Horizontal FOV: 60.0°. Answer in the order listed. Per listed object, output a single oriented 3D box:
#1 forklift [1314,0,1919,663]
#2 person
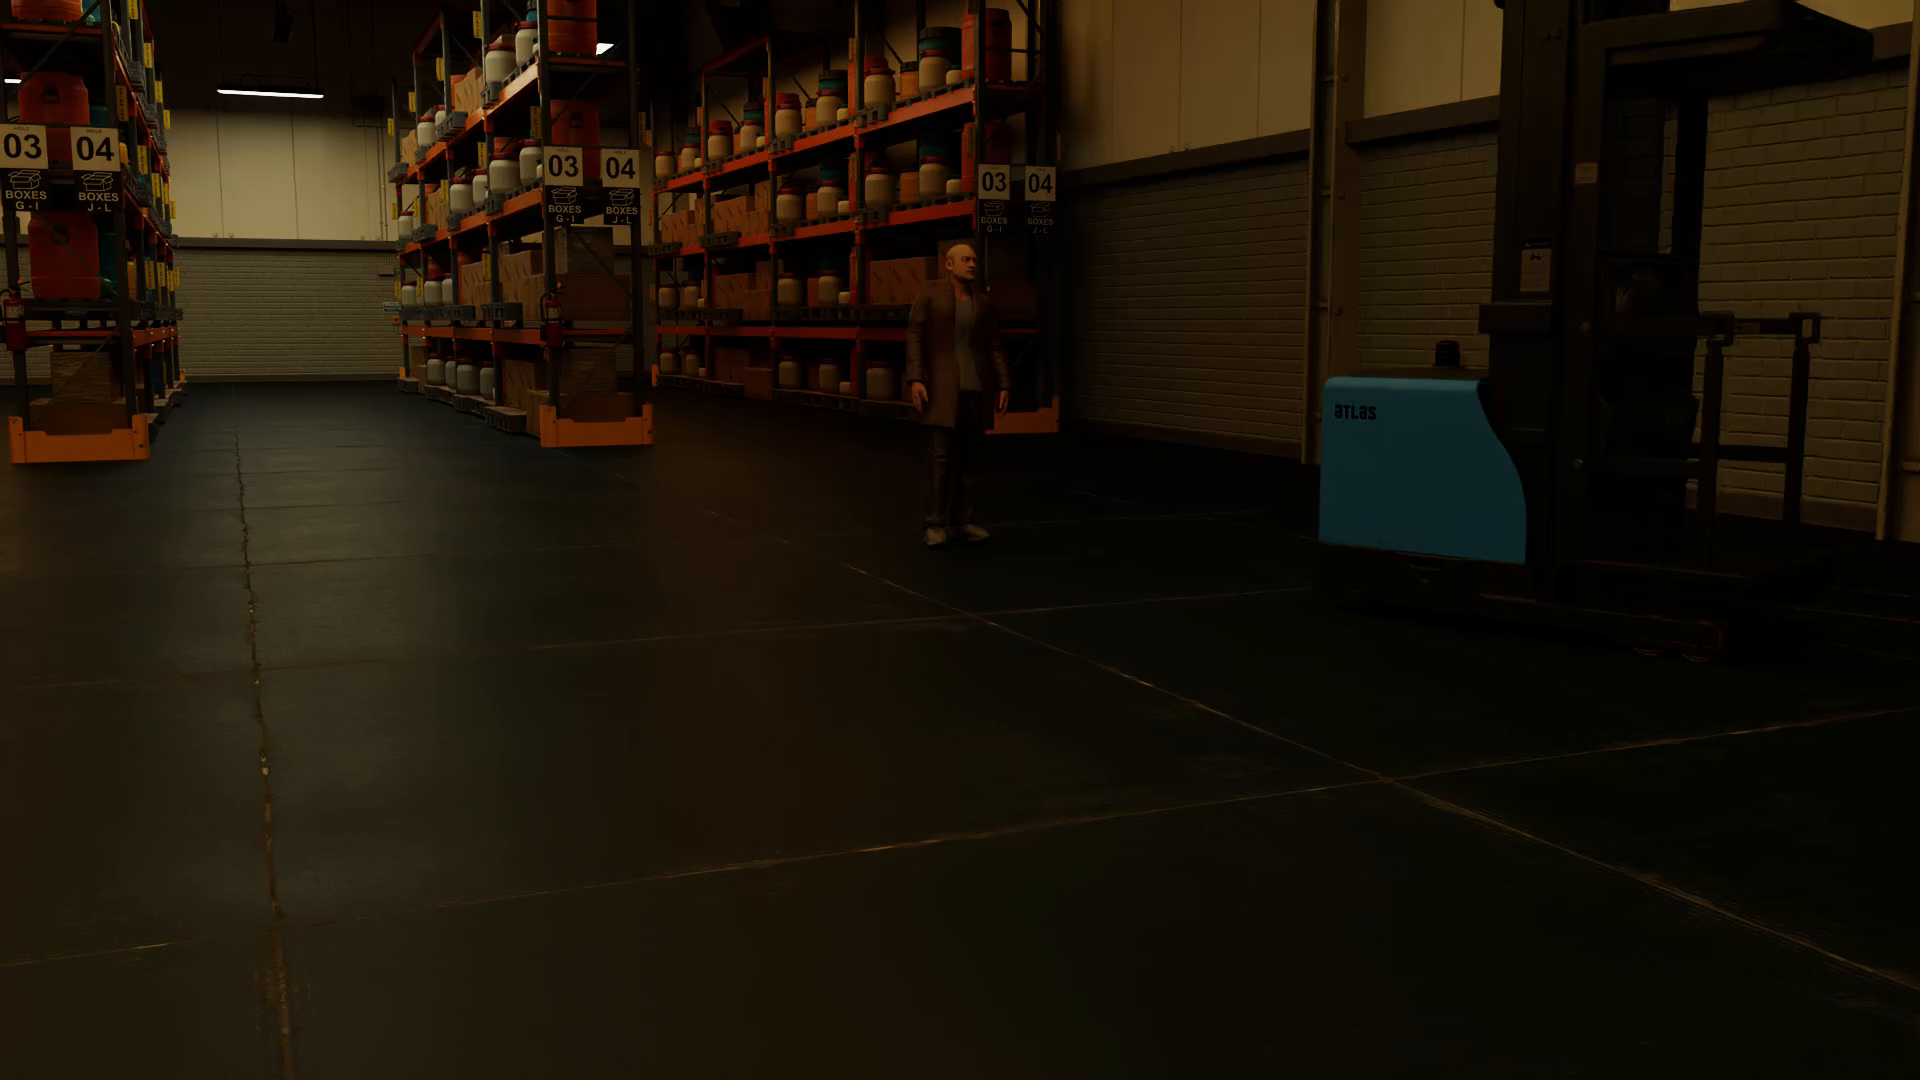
[{"bbox_3d":[3.056,-1.048,6.891,3.031,2.935,1.130,7,10,44],"label":"forklift"},{"bbox_3d":[0.032,-0.877,9.952,0.696,1.775,0.582,-3,8,-23],"label":"person"}]
